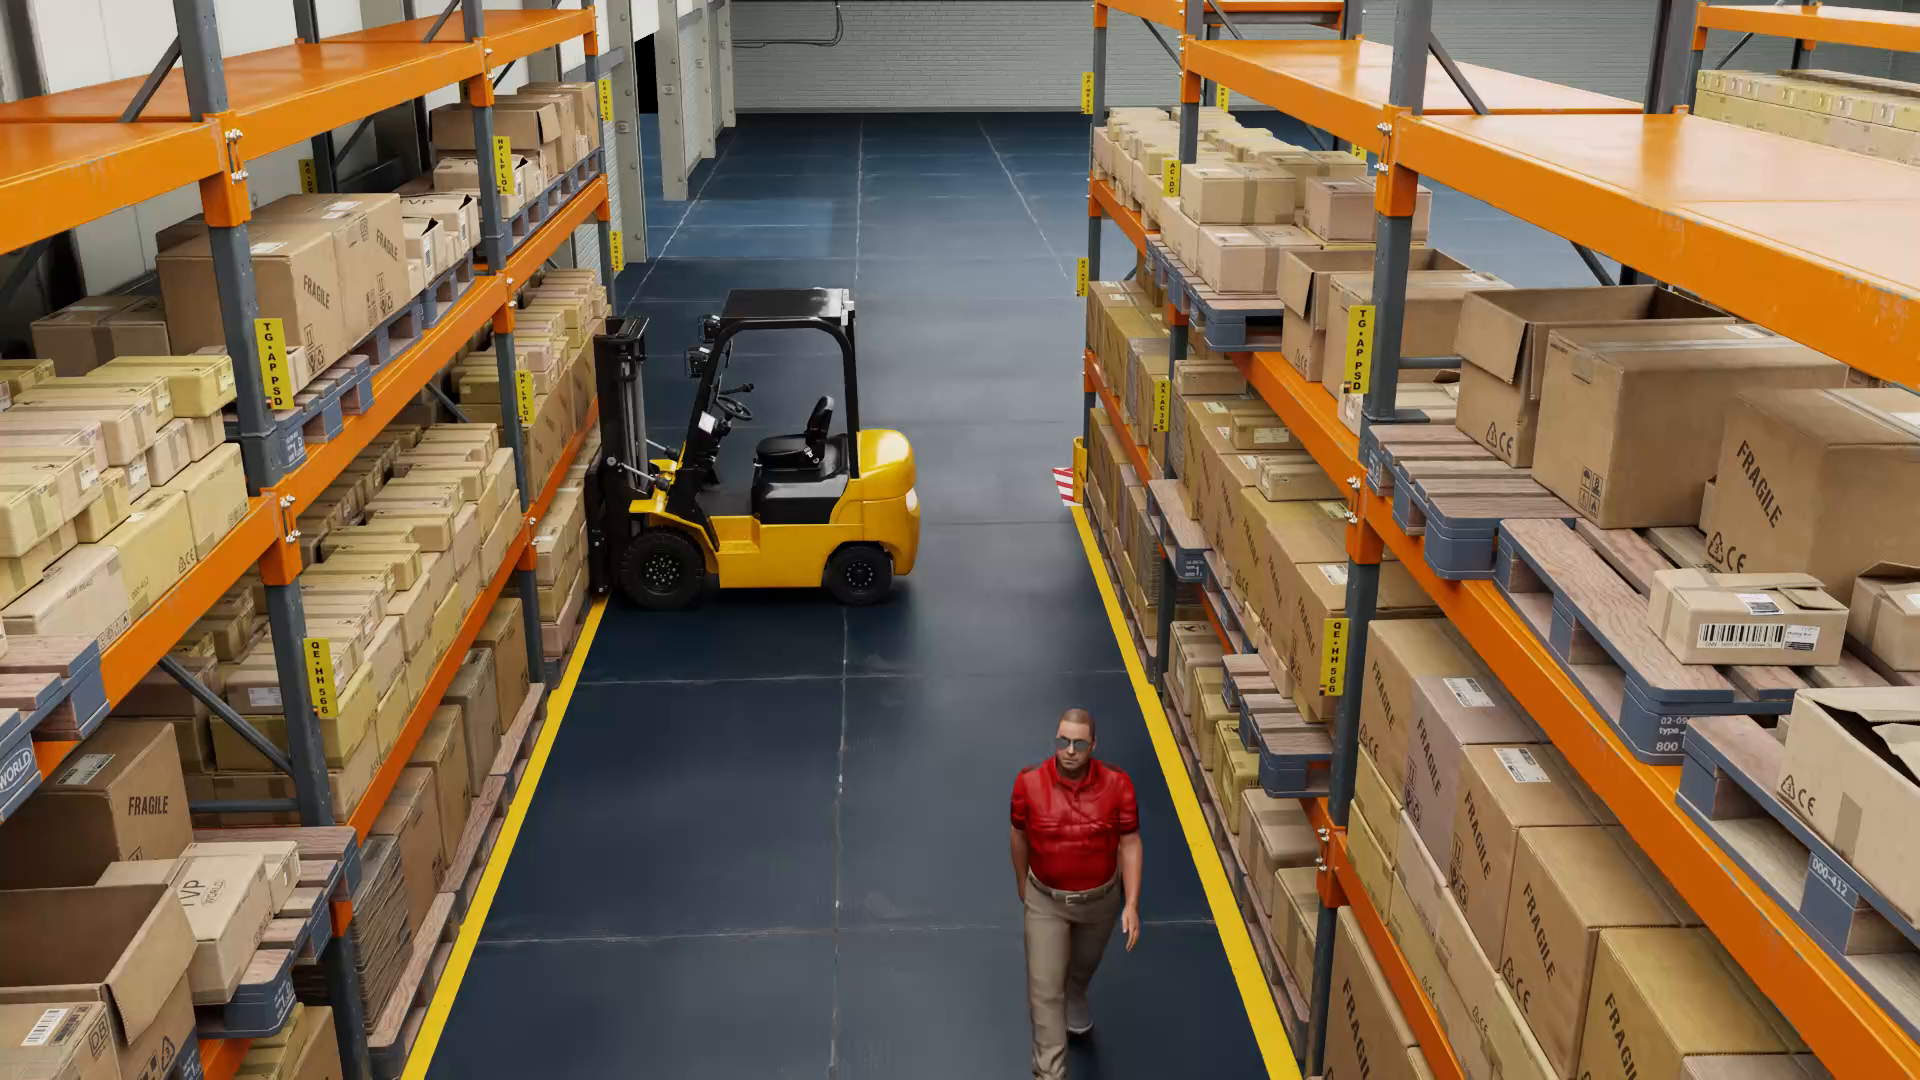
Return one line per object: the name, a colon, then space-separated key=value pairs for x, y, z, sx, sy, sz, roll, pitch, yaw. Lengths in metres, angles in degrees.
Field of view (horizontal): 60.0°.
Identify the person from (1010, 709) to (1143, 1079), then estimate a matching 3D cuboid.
person: x=0.492 y=1.519 z=6.954 sx=0.540 sy=1.659 sz=1.041 roll=-1 pitch=20 yaw=-3
